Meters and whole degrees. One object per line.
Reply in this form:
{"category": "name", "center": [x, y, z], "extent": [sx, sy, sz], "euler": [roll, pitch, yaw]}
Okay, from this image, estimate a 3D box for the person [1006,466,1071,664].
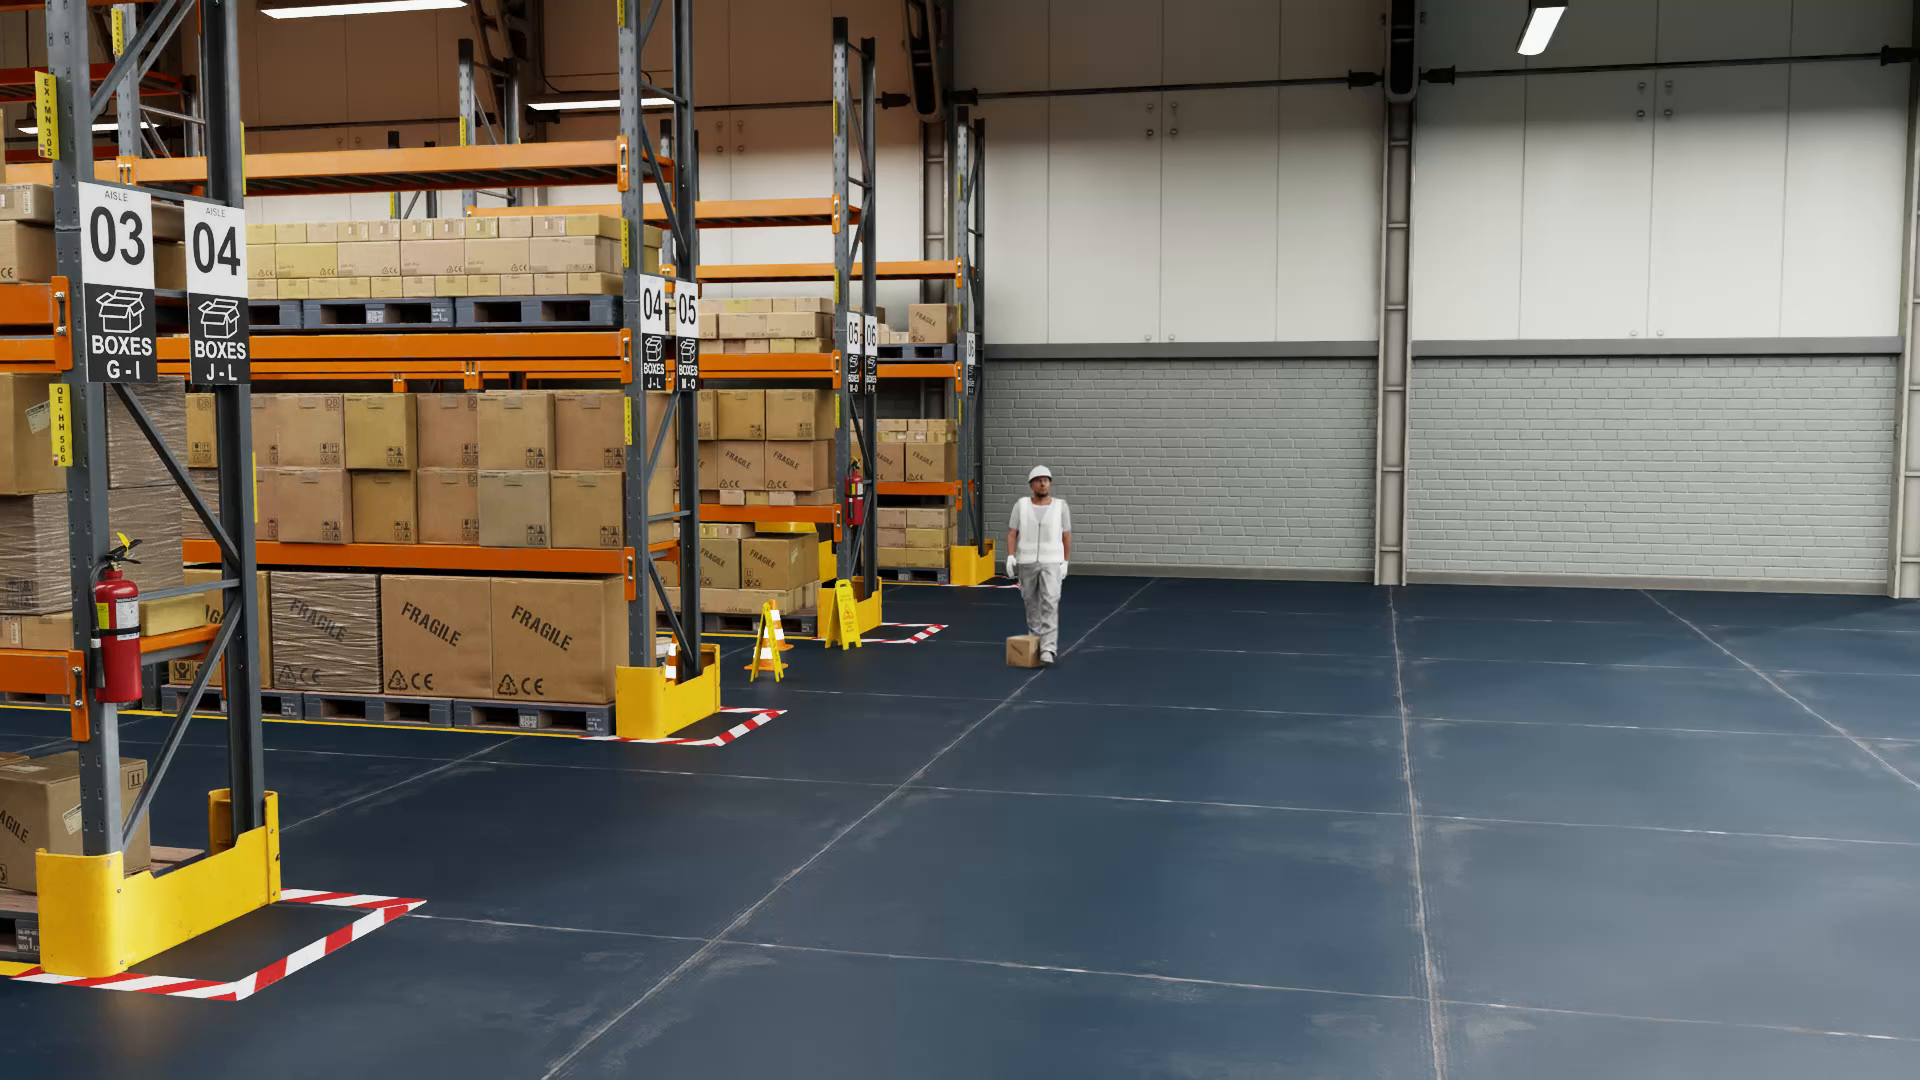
{"category": "person", "center": [0.693, 0.208, 14.825], "extent": [0.553, 1.733, 1.048], "euler": [1, 5, 10]}
